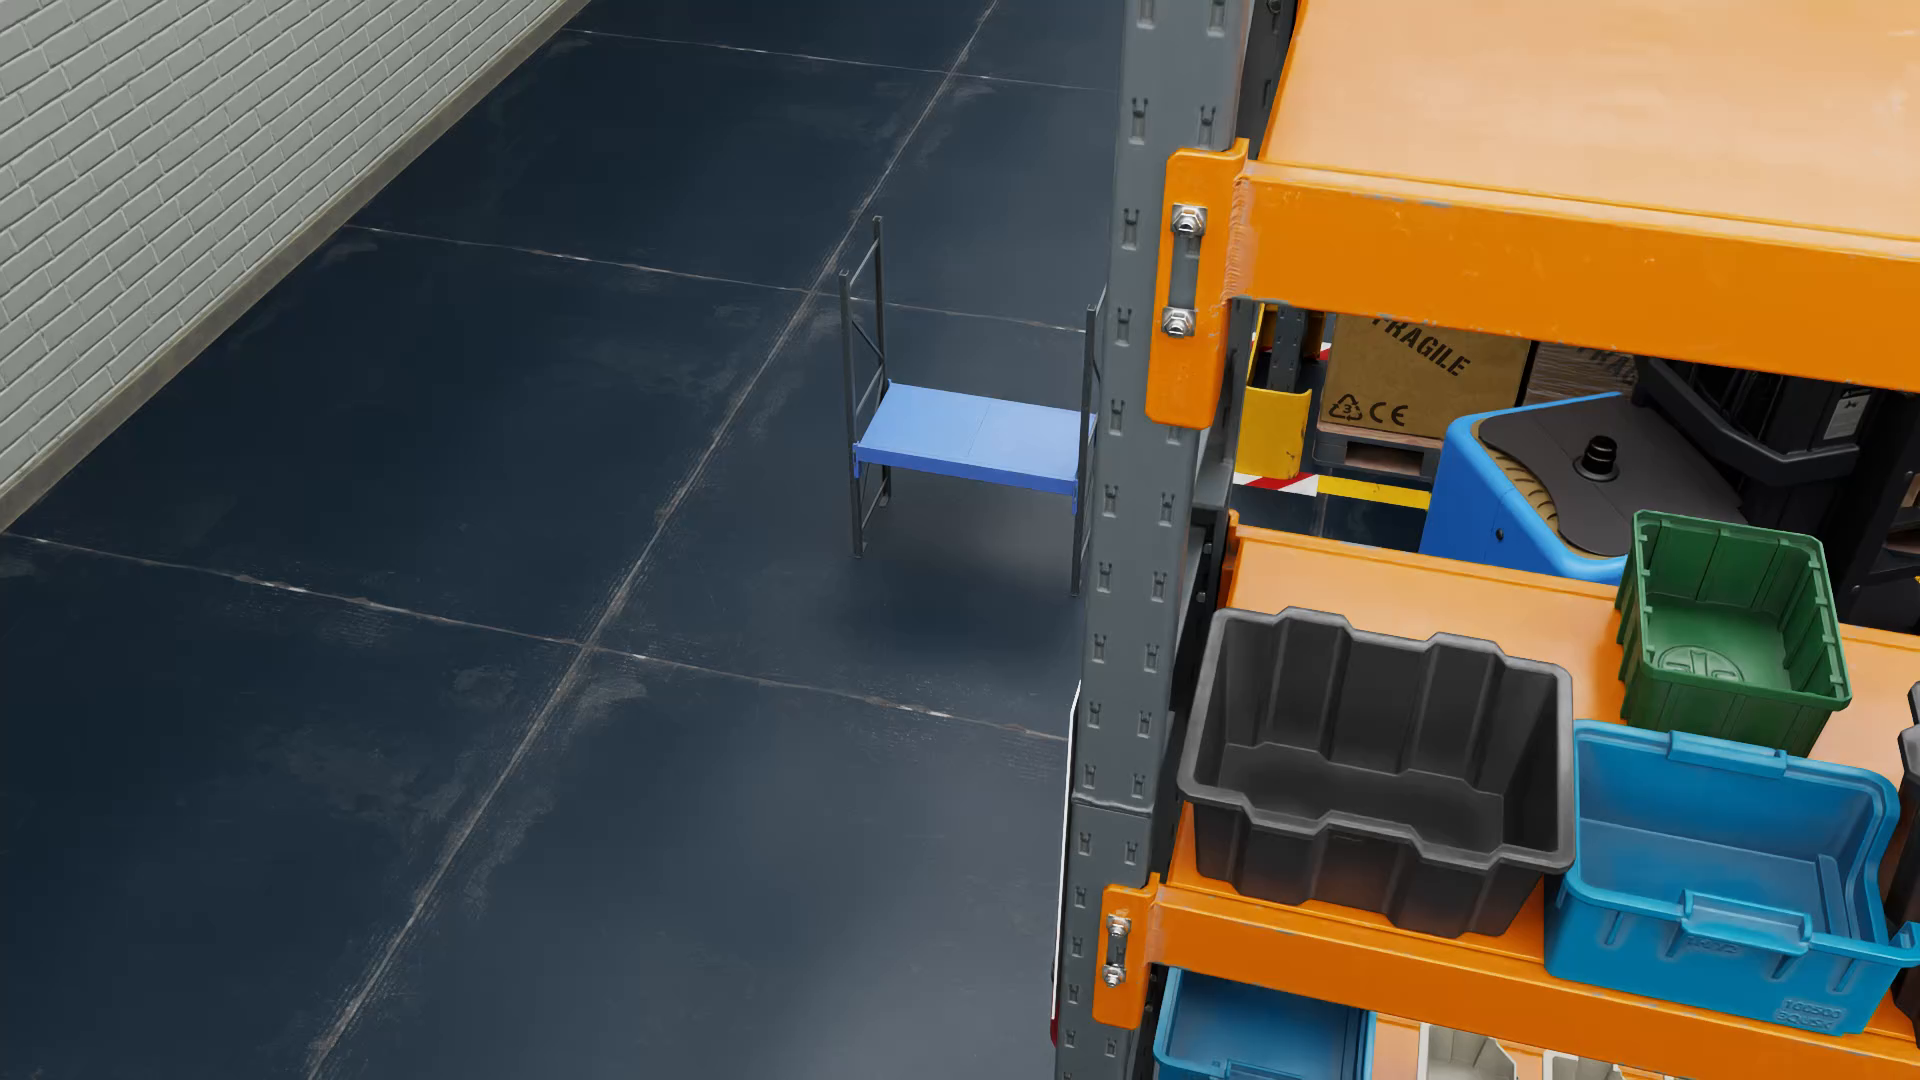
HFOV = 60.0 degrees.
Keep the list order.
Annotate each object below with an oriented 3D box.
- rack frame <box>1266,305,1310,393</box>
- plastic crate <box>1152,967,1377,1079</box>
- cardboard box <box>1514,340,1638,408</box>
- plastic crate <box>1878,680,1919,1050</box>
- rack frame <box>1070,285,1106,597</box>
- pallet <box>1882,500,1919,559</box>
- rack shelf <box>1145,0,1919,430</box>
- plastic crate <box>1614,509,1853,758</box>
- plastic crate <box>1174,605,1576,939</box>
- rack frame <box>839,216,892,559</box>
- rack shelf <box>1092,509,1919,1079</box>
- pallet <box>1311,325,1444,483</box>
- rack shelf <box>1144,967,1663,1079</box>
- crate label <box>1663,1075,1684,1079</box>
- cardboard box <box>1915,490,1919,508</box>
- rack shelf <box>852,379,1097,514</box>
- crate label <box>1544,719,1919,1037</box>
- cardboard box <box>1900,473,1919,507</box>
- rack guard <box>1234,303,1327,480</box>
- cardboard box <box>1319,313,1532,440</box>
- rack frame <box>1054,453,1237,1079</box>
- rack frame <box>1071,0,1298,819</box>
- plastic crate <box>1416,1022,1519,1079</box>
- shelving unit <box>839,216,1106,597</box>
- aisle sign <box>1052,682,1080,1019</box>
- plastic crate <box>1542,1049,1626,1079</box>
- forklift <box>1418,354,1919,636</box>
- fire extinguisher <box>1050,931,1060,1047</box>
[{"bbox_3d":[1.644,-1.818,7.582,0.127,3.000,1.000,10,41,11],"label":"rack frame"},{"bbox_3d":[0.736,1.162,3.960,0.499,0.435,0.616,10,41,11],"label":"plastic crate"},{"bbox_3d":[3.162,-0.957,7.883,0.875,0.875,0.875,10,41,11],"label":"cardboard box"},{"bbox_3d":[1.769,0.559,2.468,0.767,0.338,0.504,10,41,11],"label":"plastic crate"},{"bbox_3d":[0.573,-0.476,7.150,0.032,1.500,0.500,10,41,11],"label":"rack frame"},{"bbox_3d":[4.794,-0.260,7.896,1.213,0.211,1.003,10,41,11],"label":"pallet"},{"bbox_3d":[2.296,-0.277,1.953,4.000,0.370,1.077,10,41,11],"label":"rack shelf"},{"bbox_3d":[1.391,0.178,3.038,0.336,0.188,0.450,10,41,11],"label":"plastic crate"},{"bbox_3d":[0.664,0.398,2.714,0.590,0.269,0.497,10,41,11],"label":"plastic crate"},{"bbox_3d":[-0.409,-0.645,7.351,0.032,1.500,0.500,10,41,11],"label":"rack frame"},{"bbox_3d":[2.296,0.718,2.789,4.000,0.370,1.077,10,41,11],"label":"rack shelf"},{"bbox_3d":[2.437,-0.666,8.379,1.213,0.211,1.003,10,41,11],"label":"pallet"},{"bbox_3d":[2.296,1.867,3.754,4.000,0.370,1.077,10,41,11],"label":"rack shelf"},{"bbox_3d":[1.750,1.448,3.852,0.243,0.136,0.396,10,41,11],"label":"crate label"},{"bbox_3d":[4.891,-0.660,7.529,0.875,0.875,0.875,10,41,11],"label":"cardboard box"},{"bbox_3d":[0.082,-0.422,7.366,1.000,0.185,0.538,10,41,11],"label":"rack shelf"},{"bbox_3d":[1.172,0.521,2.580,0.502,0.251,0.408,10,41,11],"label":"crate label"},{"bbox_3d":[4.022,-0.809,7.707,0.875,0.875,0.875,10,41,11],"label":"cardboard box"},{"bbox_3d":[1.621,-0.865,8.391,0.348,0.500,1.175,10,41,11],"label":"rack guard"},{"bbox_3d":[2.283,-1.109,8.063,0.875,0.875,0.875,10,41,11],"label":"cardboard box"},{"bbox_3d":[0.364,1.259,3.919,0.127,3.000,1.000,10,41,11],"label":"rack frame"},{"bbox_3d":[0.364,-1.038,1.989,0.127,3.000,1.000,10,41,11],"label":"rack frame"},{"bbox_3d":[1.199,1.360,3.957,0.243,0.136,0.396,10,41,11],"label":"plastic crate"},{"bbox_3d":[0.082,-0.560,7.251,1.048,1.500,0.538,10,41,11],"label":"shelving unit"},{"bbox_3d":[0.218,0.436,2.877,0.004,0.787,0.394,10,41,11],"label":"aisle sign"},{"bbox_3d":[1.475,1.417,3.889,0.243,0.136,0.396,10,41,11],"label":"plastic crate"},{"bbox_3d":[3.510,-0.731,6.341,3.031,2.935,1.130,-10,41,-11],"label":"forklift"},{"bbox_3d":[0.336,1.124,4.429,0.183,0.674,0.296,10,41,11],"label":"fire extinguisher"}]
